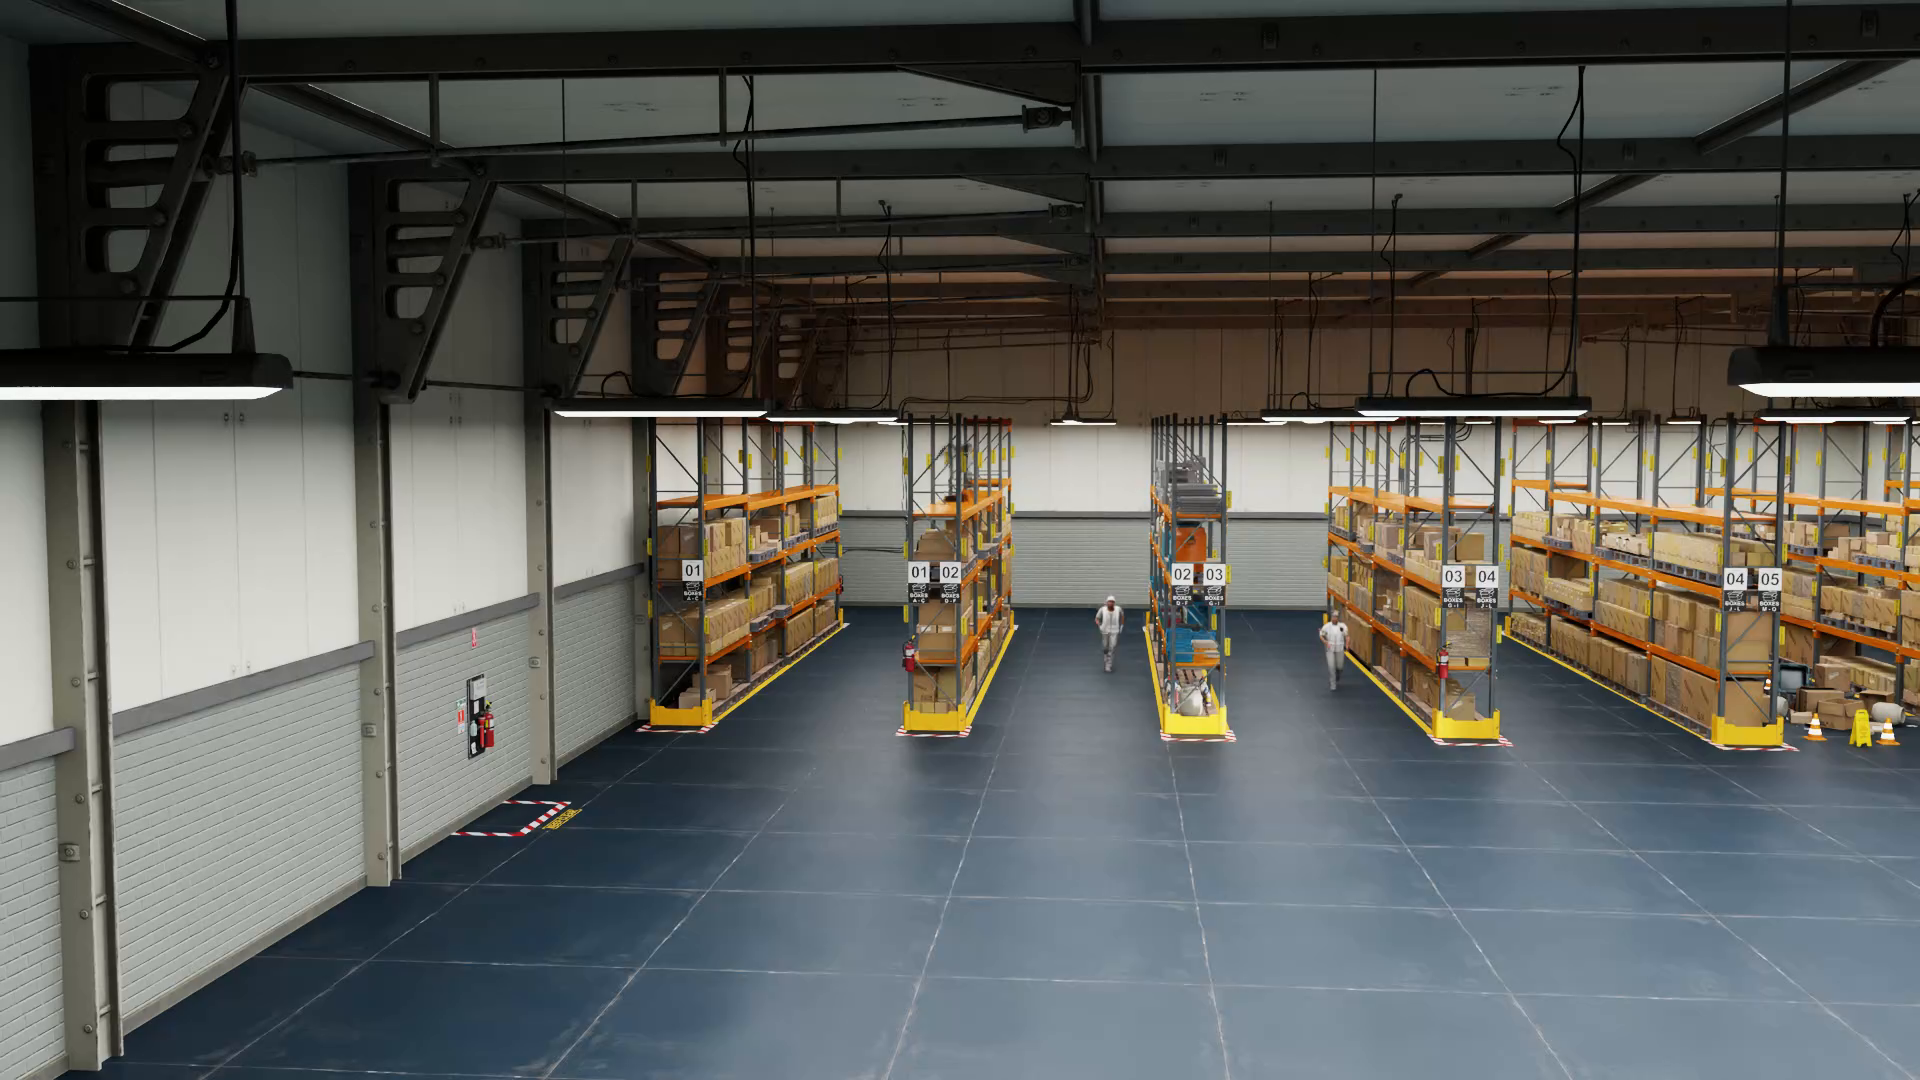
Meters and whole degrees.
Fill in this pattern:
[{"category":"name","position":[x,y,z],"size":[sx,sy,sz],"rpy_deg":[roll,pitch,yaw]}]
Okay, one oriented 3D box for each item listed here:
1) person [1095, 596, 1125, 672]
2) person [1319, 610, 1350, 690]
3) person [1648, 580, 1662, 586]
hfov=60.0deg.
[{"category":"person","position":[3.562,2.199,39.472],"size":[0.707,1.766,0.880],"rpy_deg":[0,4,3]},{"category":"person","position":[8.246,2.403,36.588],"size":[0.665,1.746,0.577],"rpy_deg":[1,4,8]},{"category":"person","position":[20.009,1.667,48.032],"size":[0.650,1.650,0.584],"rpy_deg":[-1,4,-20]}]
